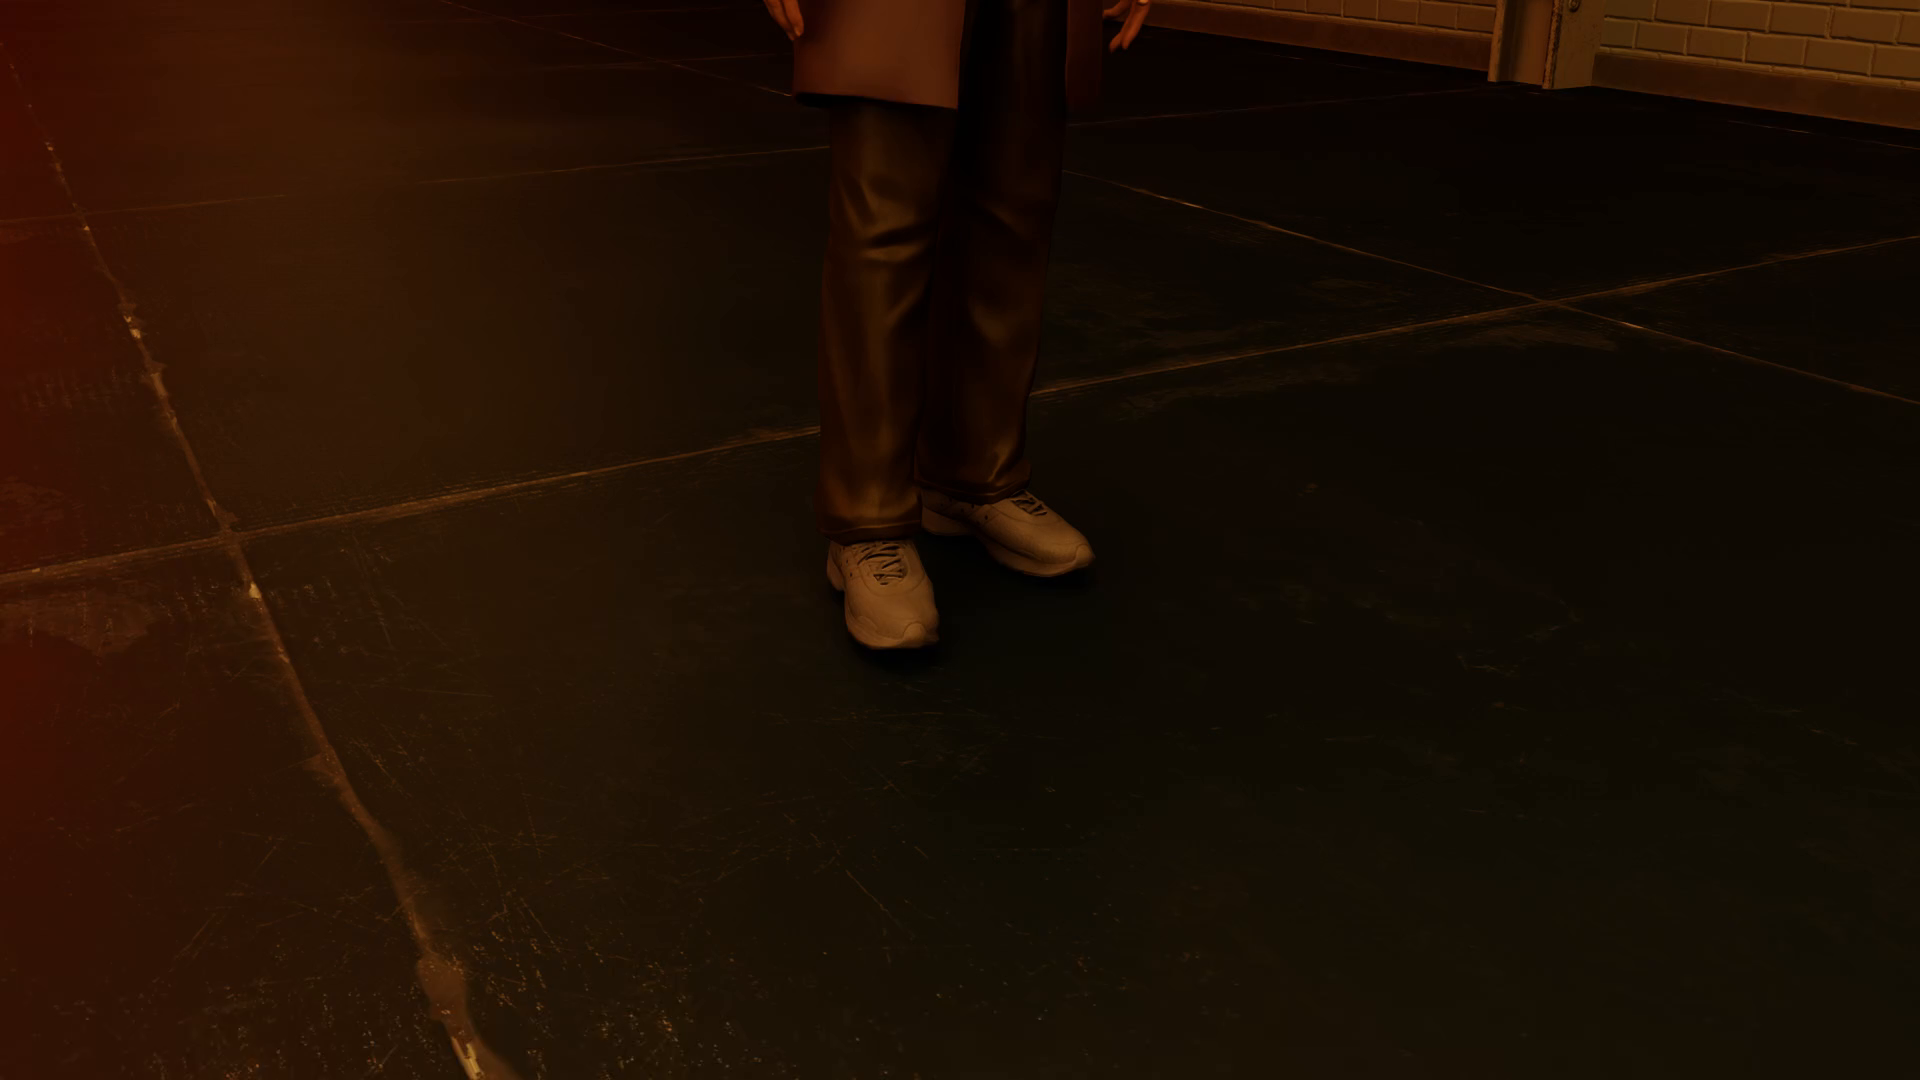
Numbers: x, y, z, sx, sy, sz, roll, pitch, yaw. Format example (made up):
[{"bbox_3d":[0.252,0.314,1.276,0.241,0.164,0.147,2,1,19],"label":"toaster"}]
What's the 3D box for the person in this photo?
[{"bbox_3d":[0.043,-0.798,2.219,0.698,1.777,0.579,-12,25,-28],"label":"person"}]
